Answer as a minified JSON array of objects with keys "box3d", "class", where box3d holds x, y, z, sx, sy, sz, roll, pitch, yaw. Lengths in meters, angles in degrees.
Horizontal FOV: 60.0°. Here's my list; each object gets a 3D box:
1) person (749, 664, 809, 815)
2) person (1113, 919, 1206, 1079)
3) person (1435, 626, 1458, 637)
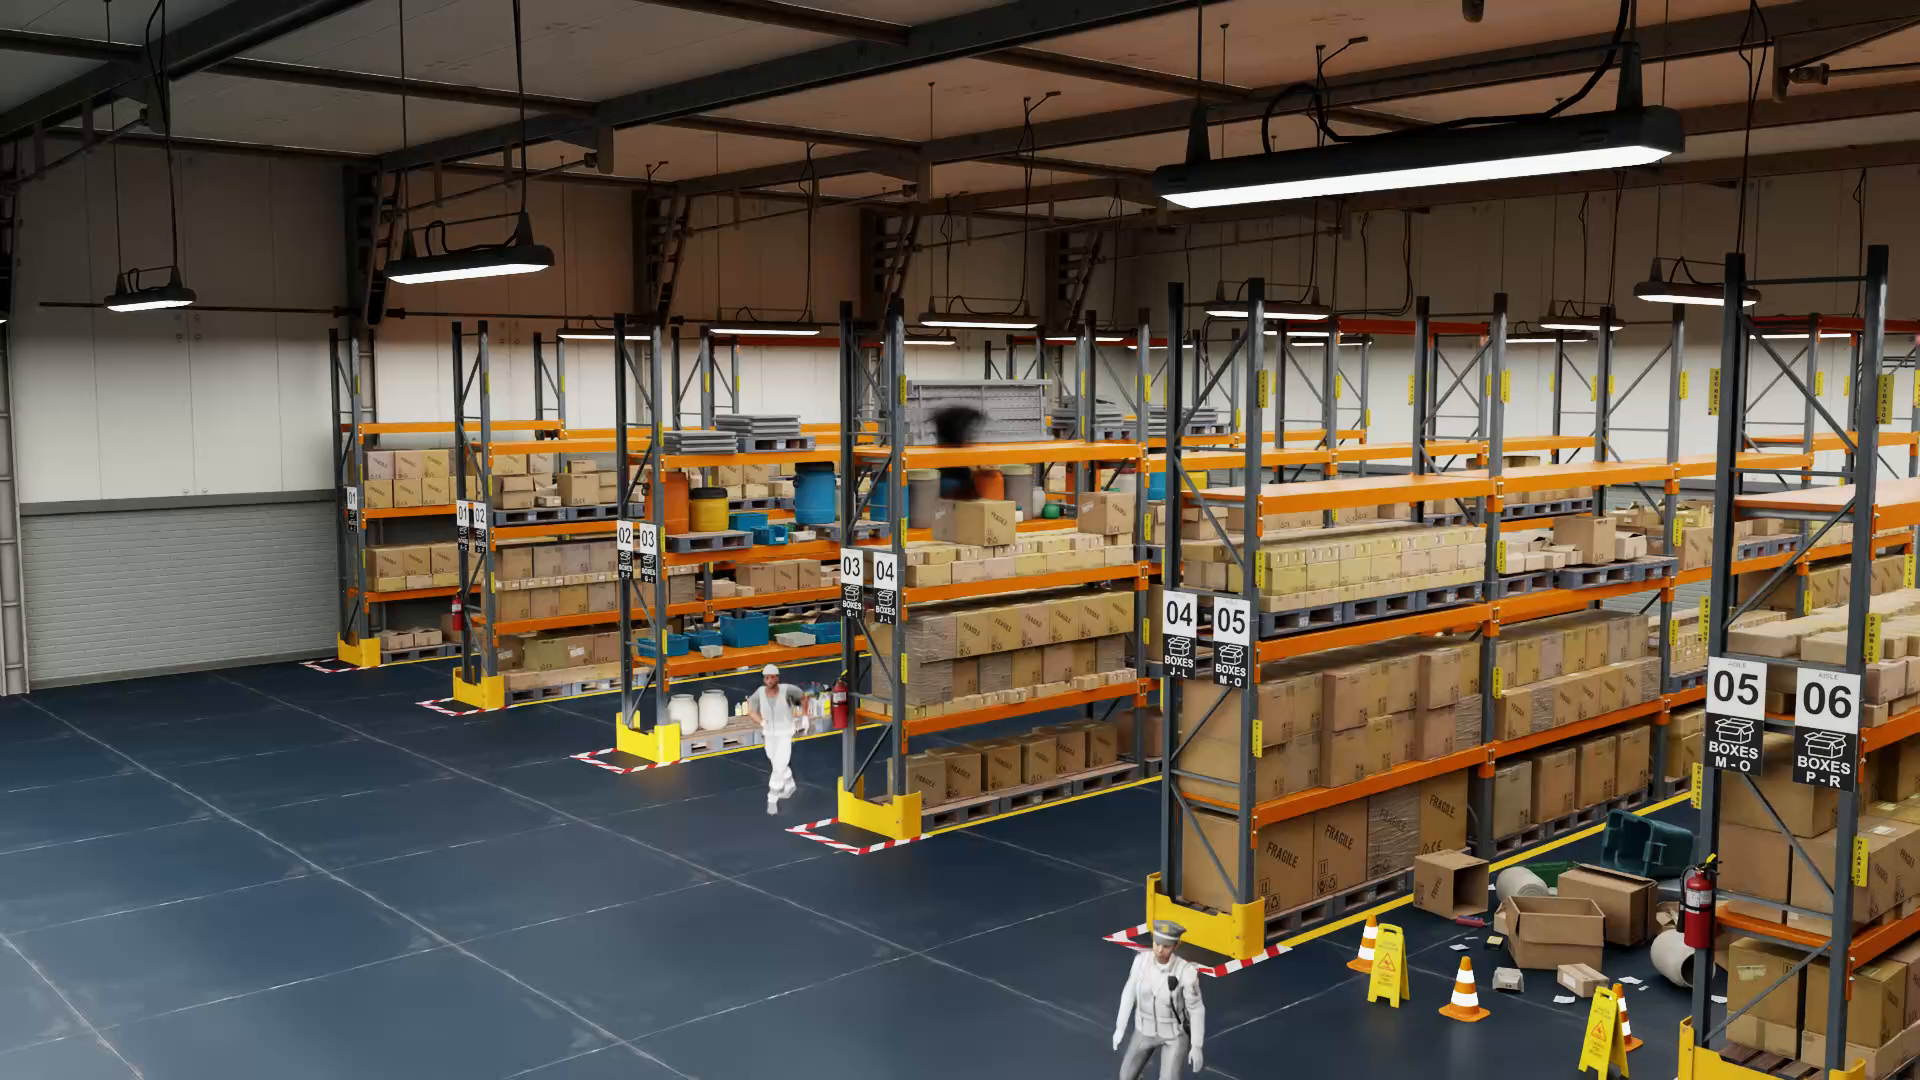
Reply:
[{"box3d":[-2.139,2.338,19.865,0.654,1.794,0.792,2,6,18],"class":"person"},{"box3d":[1.341,3.257,11.158,0.707,1.611,0.647,2,6,23],"class":"person"},{"box3d":[6.915,1.948,23.723,0.667,1.788,0.721,5,8,41],"class":"person"}]
